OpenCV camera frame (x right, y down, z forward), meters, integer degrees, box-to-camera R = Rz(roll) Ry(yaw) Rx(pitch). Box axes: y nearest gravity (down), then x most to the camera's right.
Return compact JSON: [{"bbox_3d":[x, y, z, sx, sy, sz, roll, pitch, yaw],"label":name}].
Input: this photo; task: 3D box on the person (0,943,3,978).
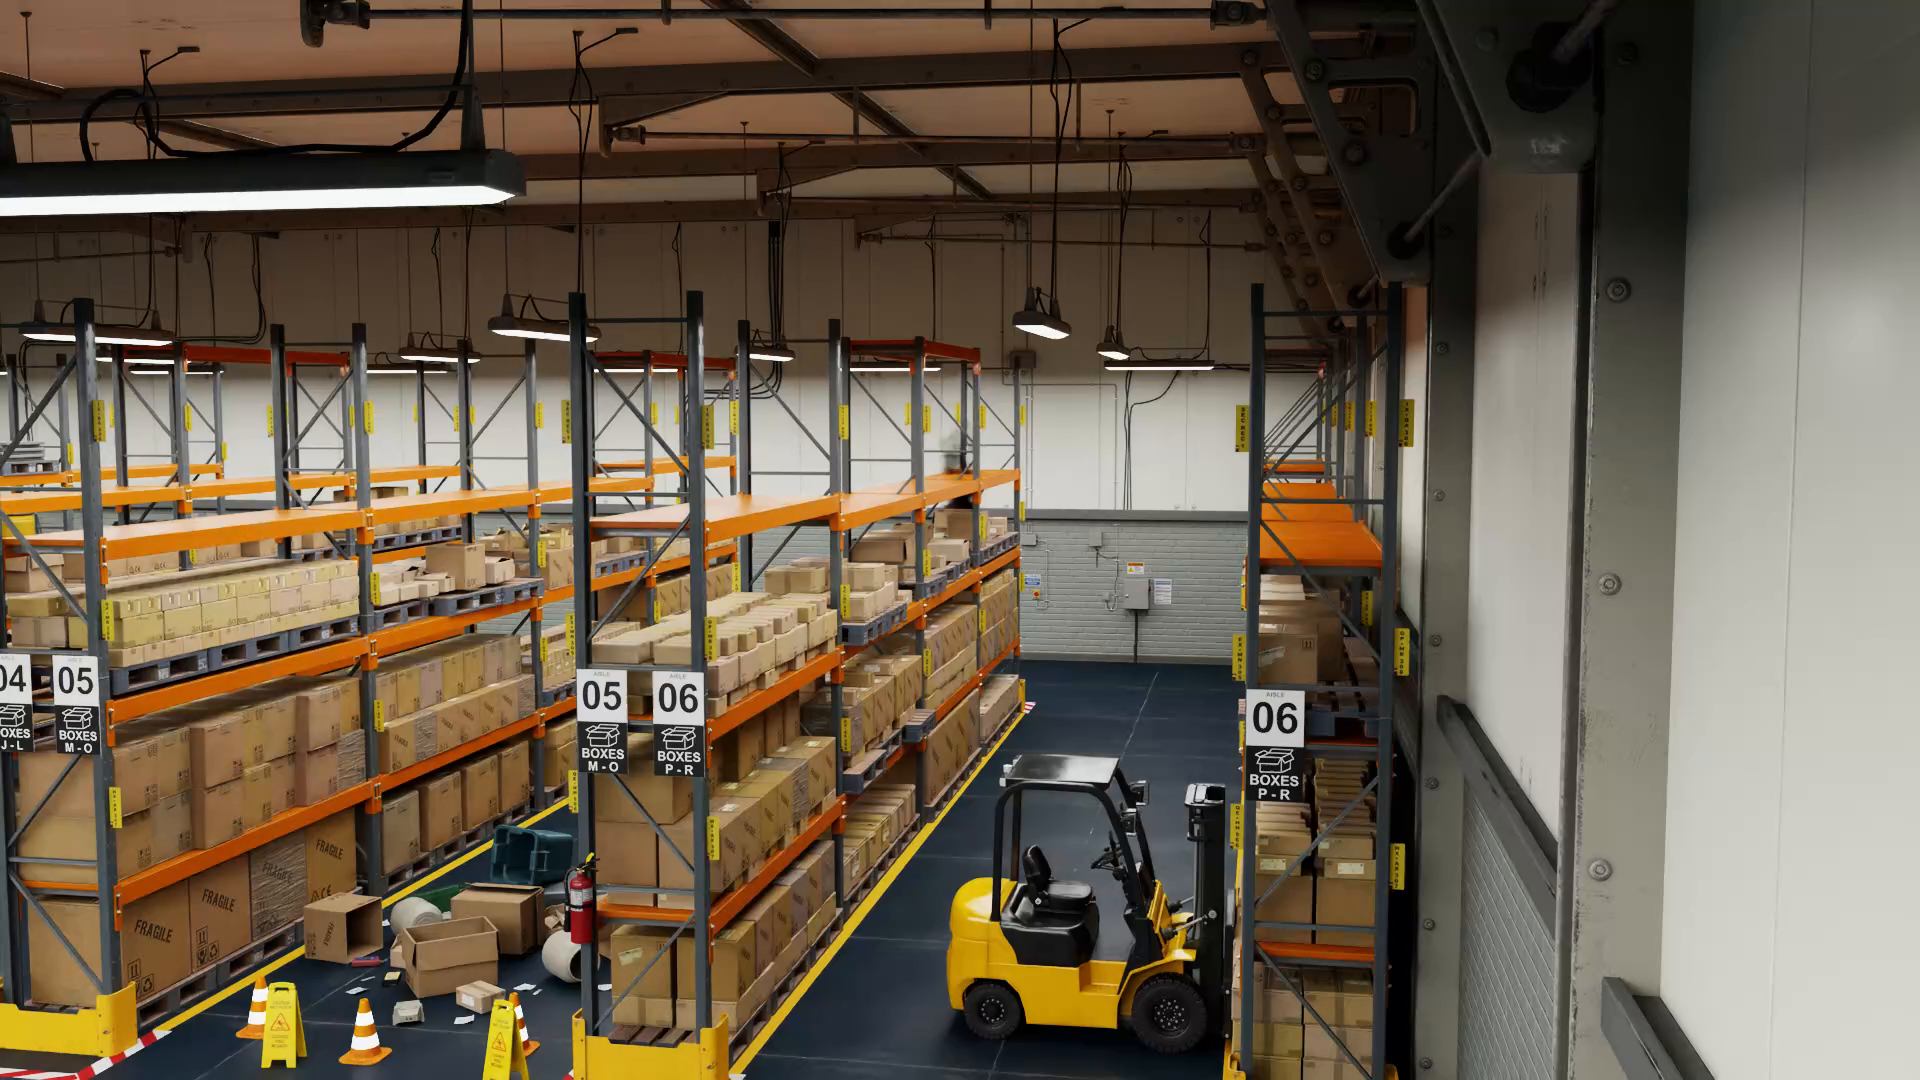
[{"bbox_3d":[-8.581,3.156,14.450,0.594,1.752,0.715,0,5,-2],"label":"person"}]
